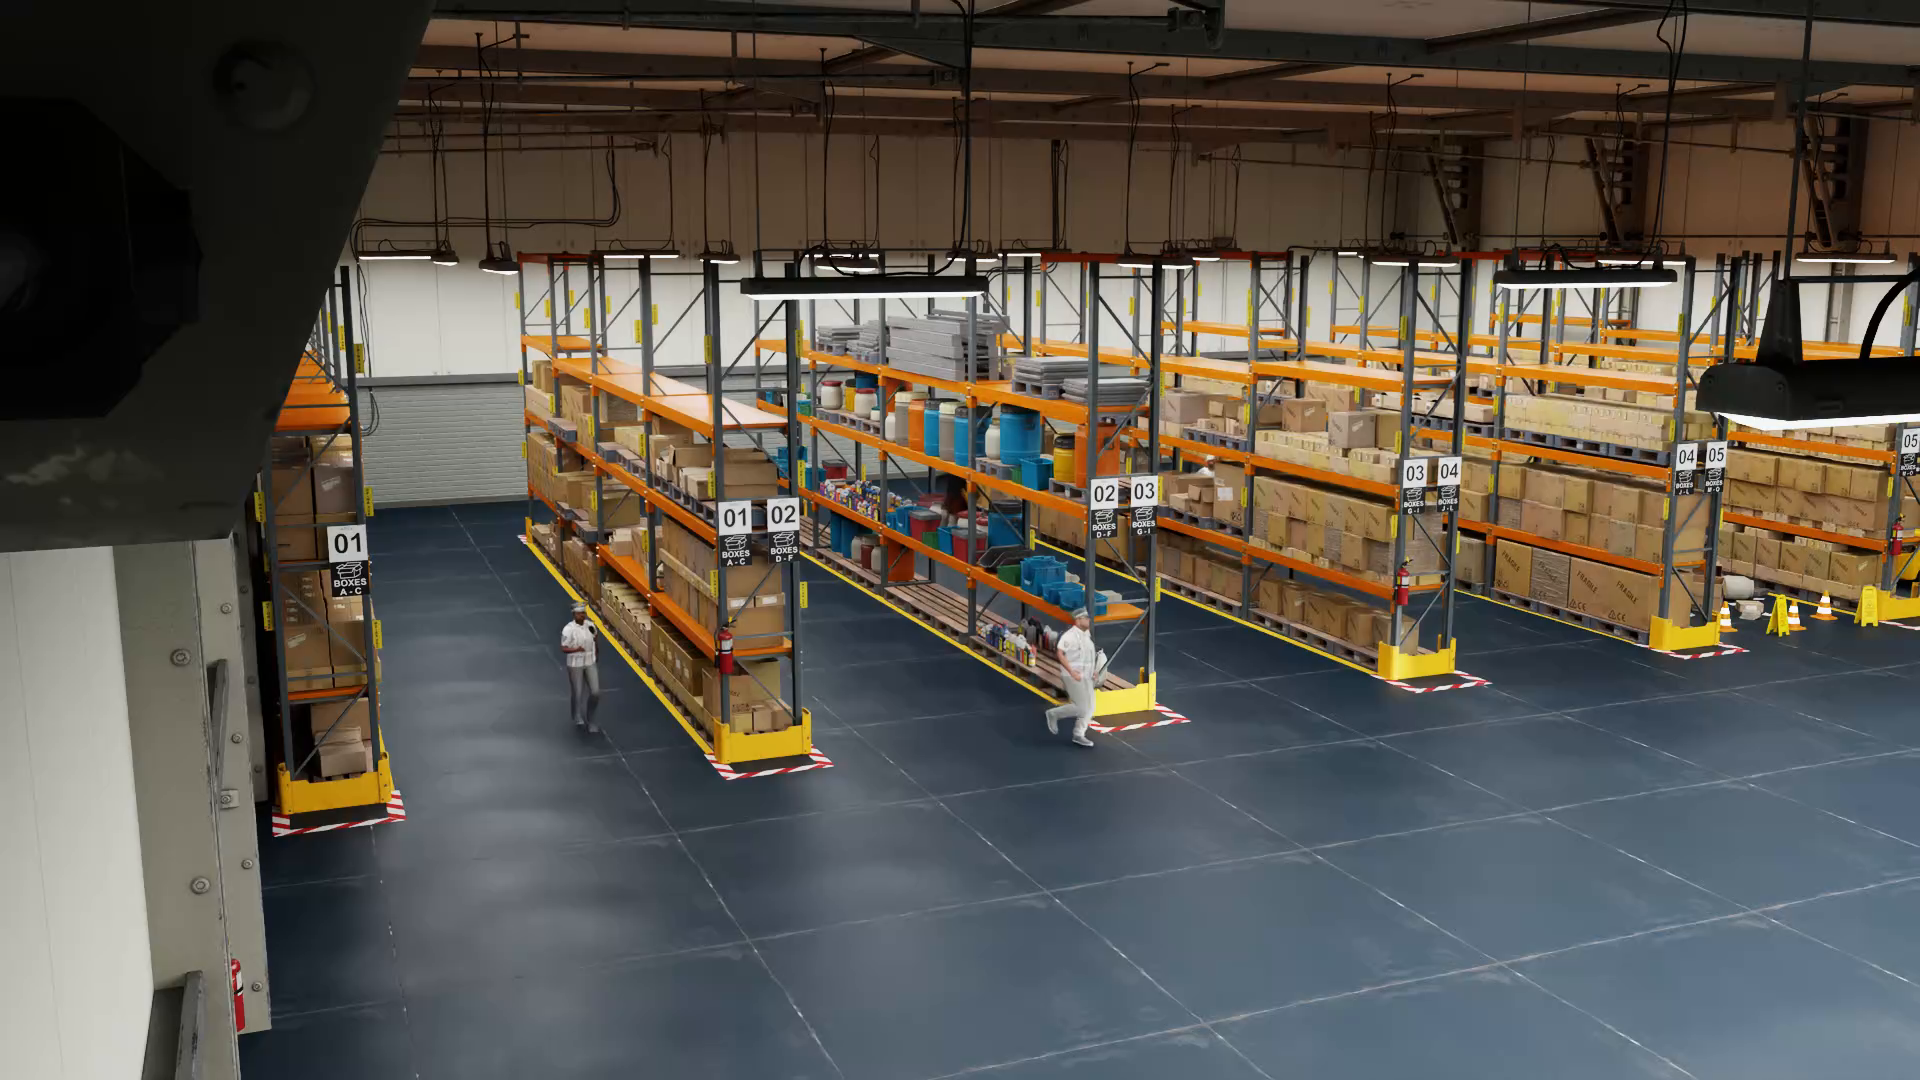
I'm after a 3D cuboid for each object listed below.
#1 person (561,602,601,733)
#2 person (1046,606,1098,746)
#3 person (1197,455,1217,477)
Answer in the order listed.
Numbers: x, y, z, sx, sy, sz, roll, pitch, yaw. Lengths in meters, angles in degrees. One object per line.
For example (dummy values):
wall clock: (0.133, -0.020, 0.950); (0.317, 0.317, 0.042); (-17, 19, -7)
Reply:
person: (-4.850, 1.641, 21.419); (0.553, 1.742, 0.681); (-6, 12, -28)
person: (1.499, 1.688, 21.061); (0.666, 1.713, 0.705); (6, 12, 31)
person: (5.328, -0.953, 35.403); (0.694, 1.748, 0.804); (-4, 11, -20)
